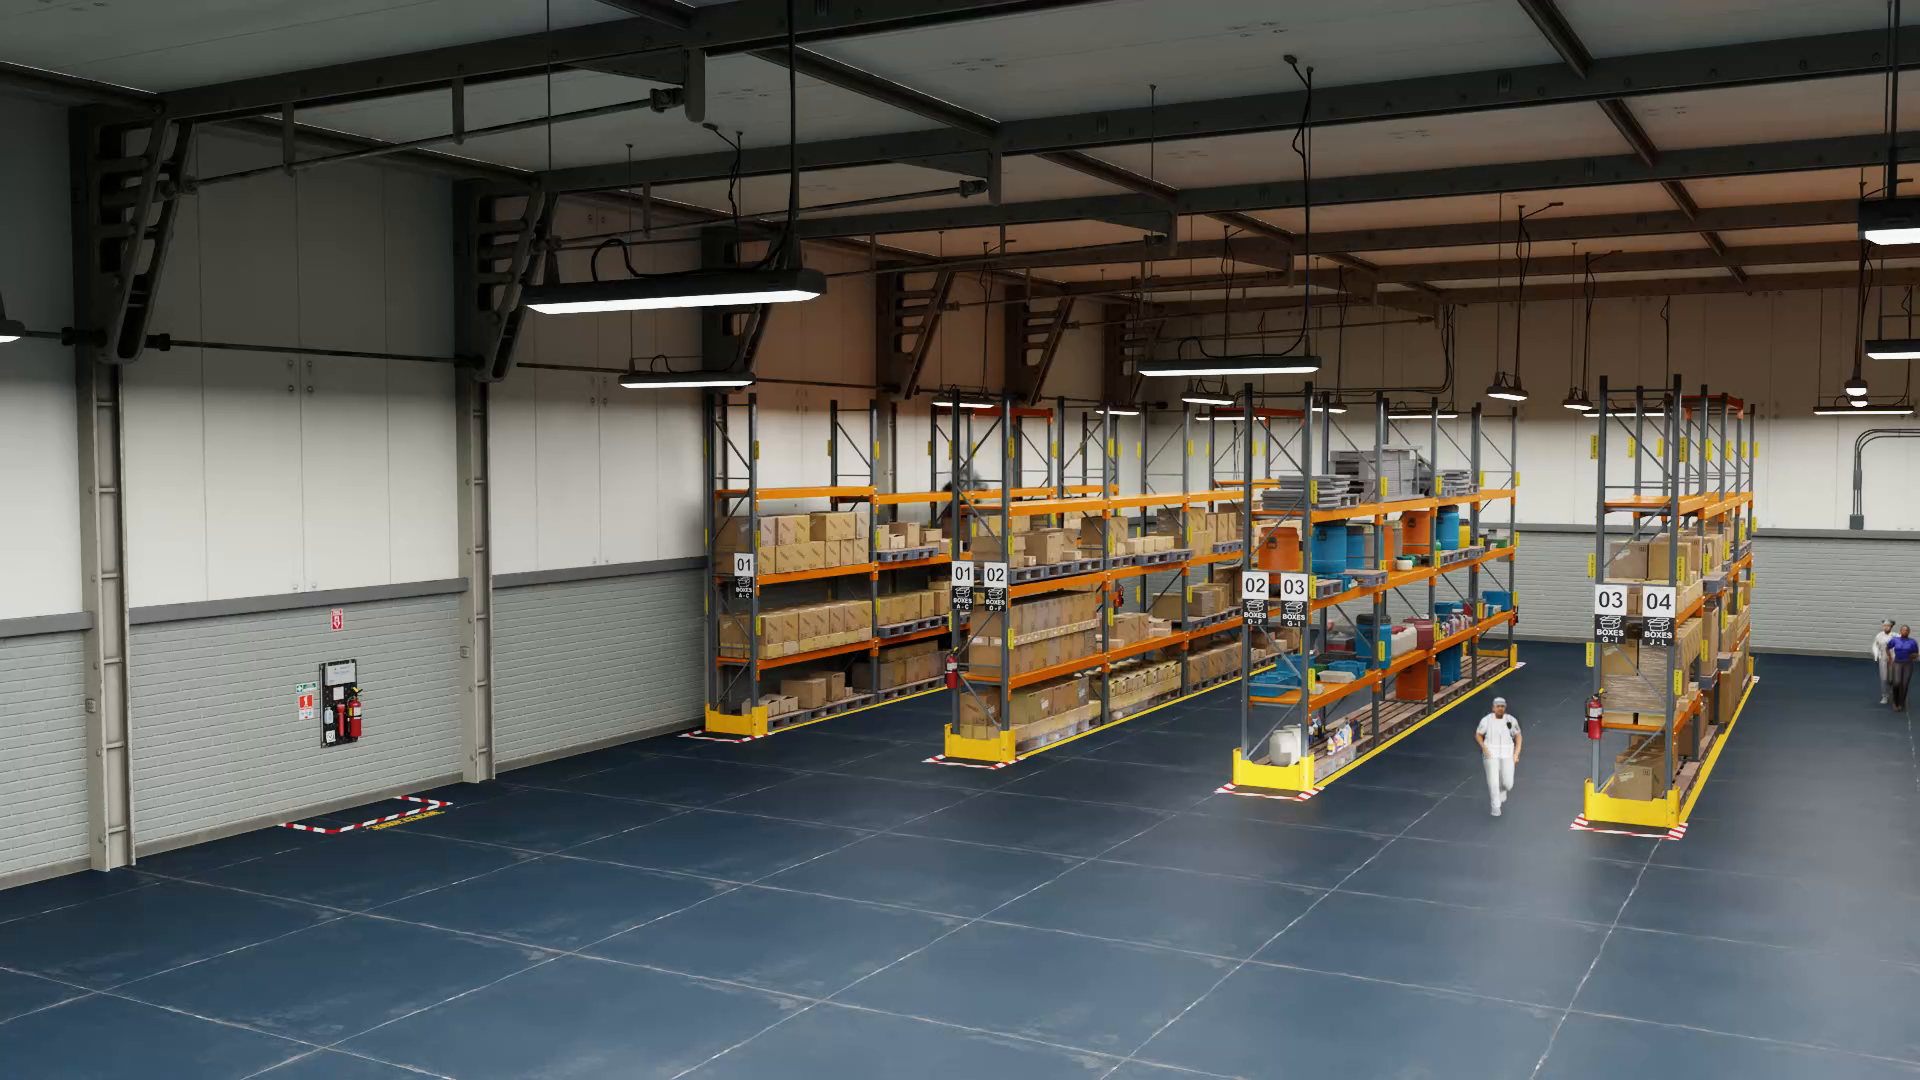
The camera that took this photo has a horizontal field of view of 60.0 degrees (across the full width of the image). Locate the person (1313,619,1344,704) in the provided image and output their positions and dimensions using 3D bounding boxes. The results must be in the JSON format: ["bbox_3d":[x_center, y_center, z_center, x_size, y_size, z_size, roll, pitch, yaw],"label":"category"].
[{"bbox_3d":[7.258,2.389,32.644,0.689,1.680,0.586,2,4,30],"label":"person"}]

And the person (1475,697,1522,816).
[{"bbox_3d":[7.419,2.974,22.913,0.615,1.612,0.547,1,3,12],"label":"person"}]

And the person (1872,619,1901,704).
[{"bbox_3d":[18.452,2.396,32.996,0.630,1.704,0.675,3,4,41],"label":"person"}]

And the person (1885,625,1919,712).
[{"bbox_3d":[18.058,2.469,31.862,0.550,1.690,0.715,1,3,23],"label":"person"}]
